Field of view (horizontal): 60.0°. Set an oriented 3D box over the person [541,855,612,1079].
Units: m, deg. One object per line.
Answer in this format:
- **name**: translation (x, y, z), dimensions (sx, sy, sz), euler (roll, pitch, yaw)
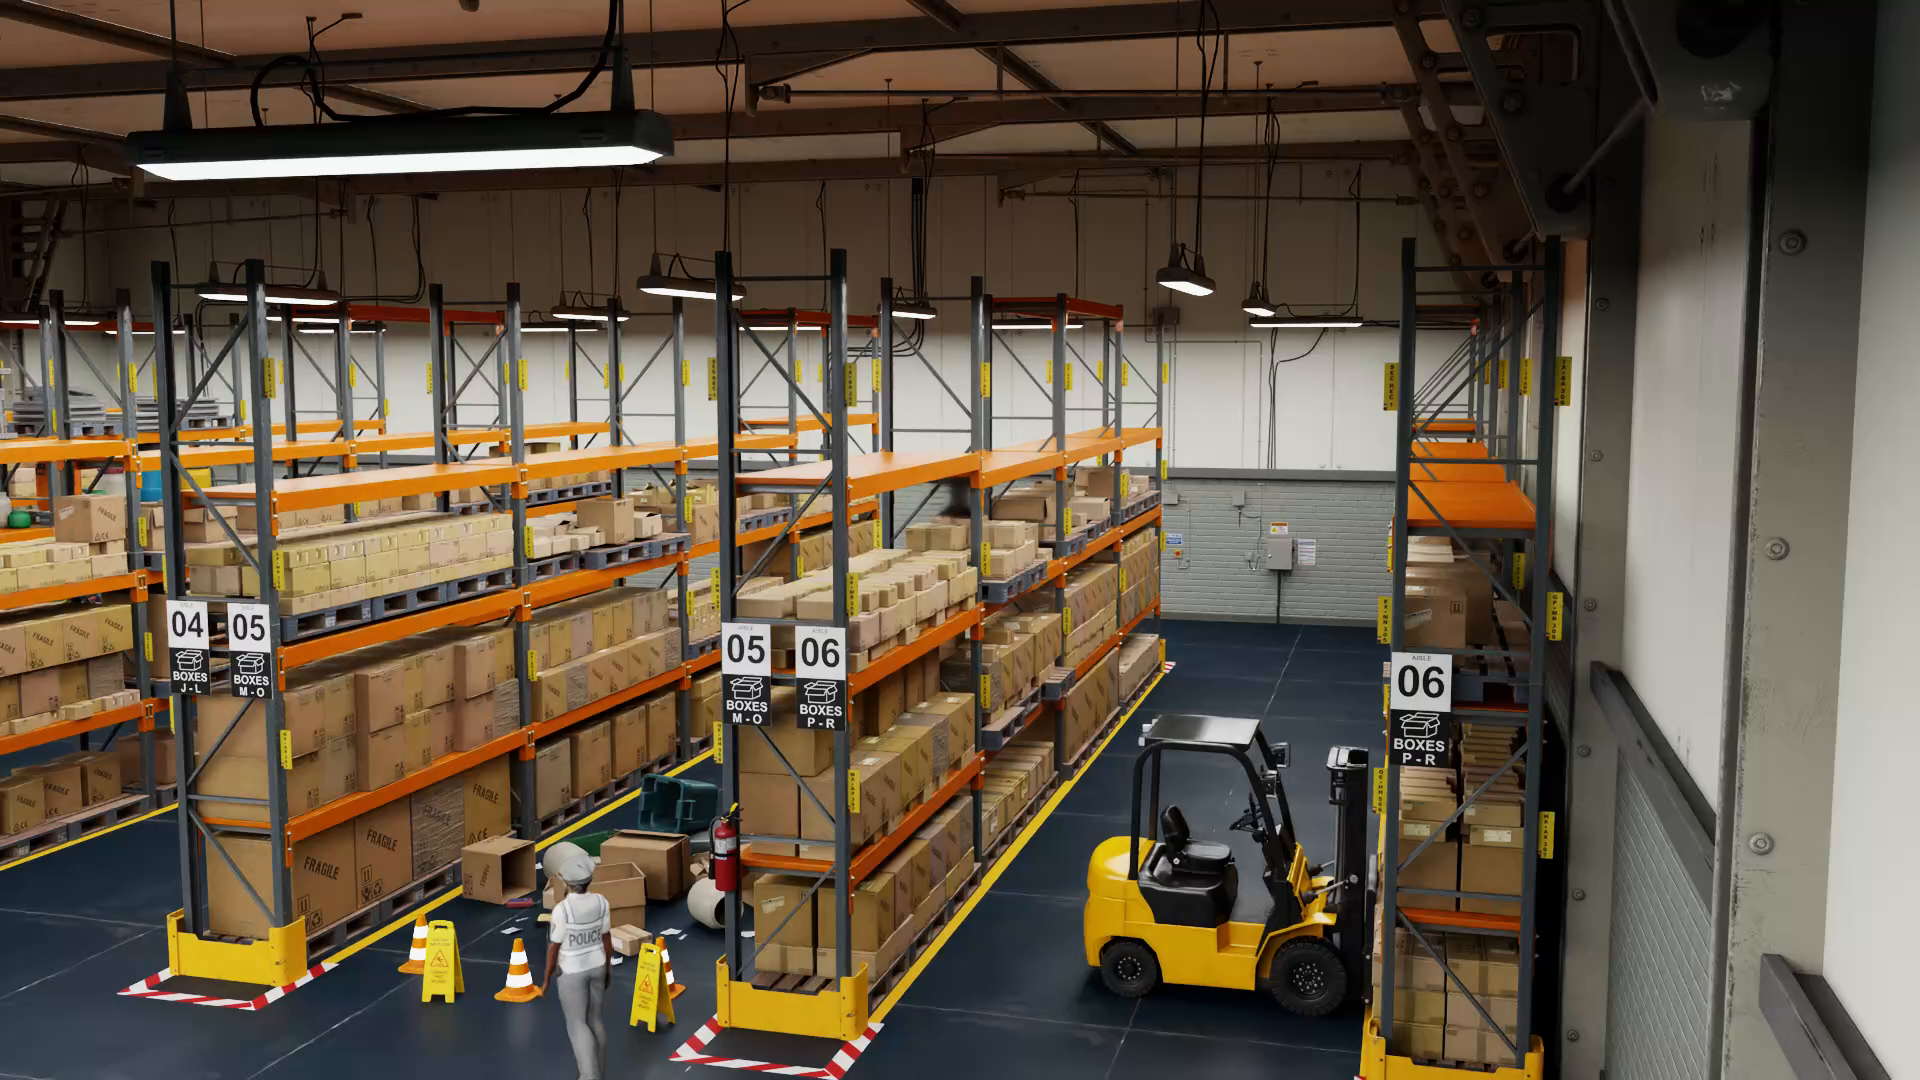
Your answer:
- **person**: translation (-2.698, 3.085, 11.820), dimensions (0.438, 1.711, 0.503), euler (4, 7, 36)
